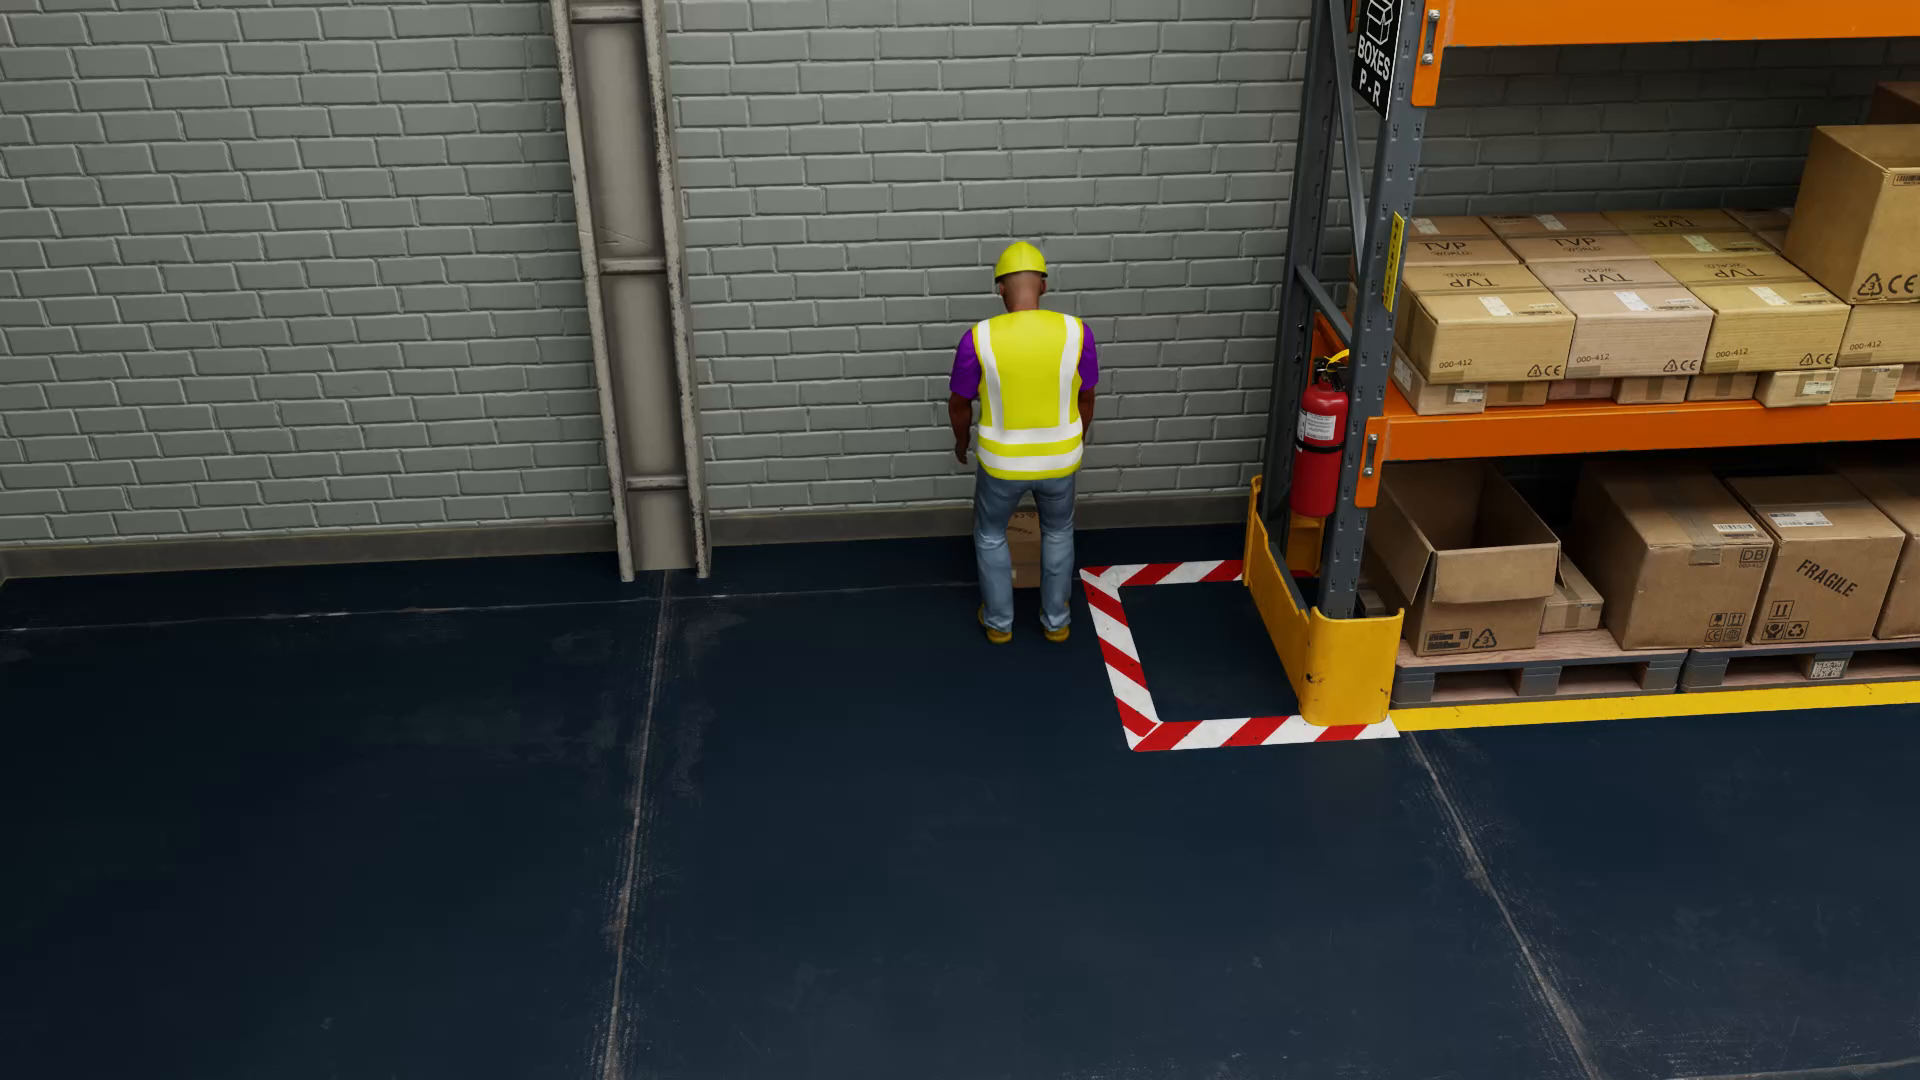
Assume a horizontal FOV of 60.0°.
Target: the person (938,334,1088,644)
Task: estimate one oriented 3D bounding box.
[{"bbox_3d":[0.227,-0.182,6.974,0.619,1.193,0.847,-3,31,-5],"label":"person"}]
